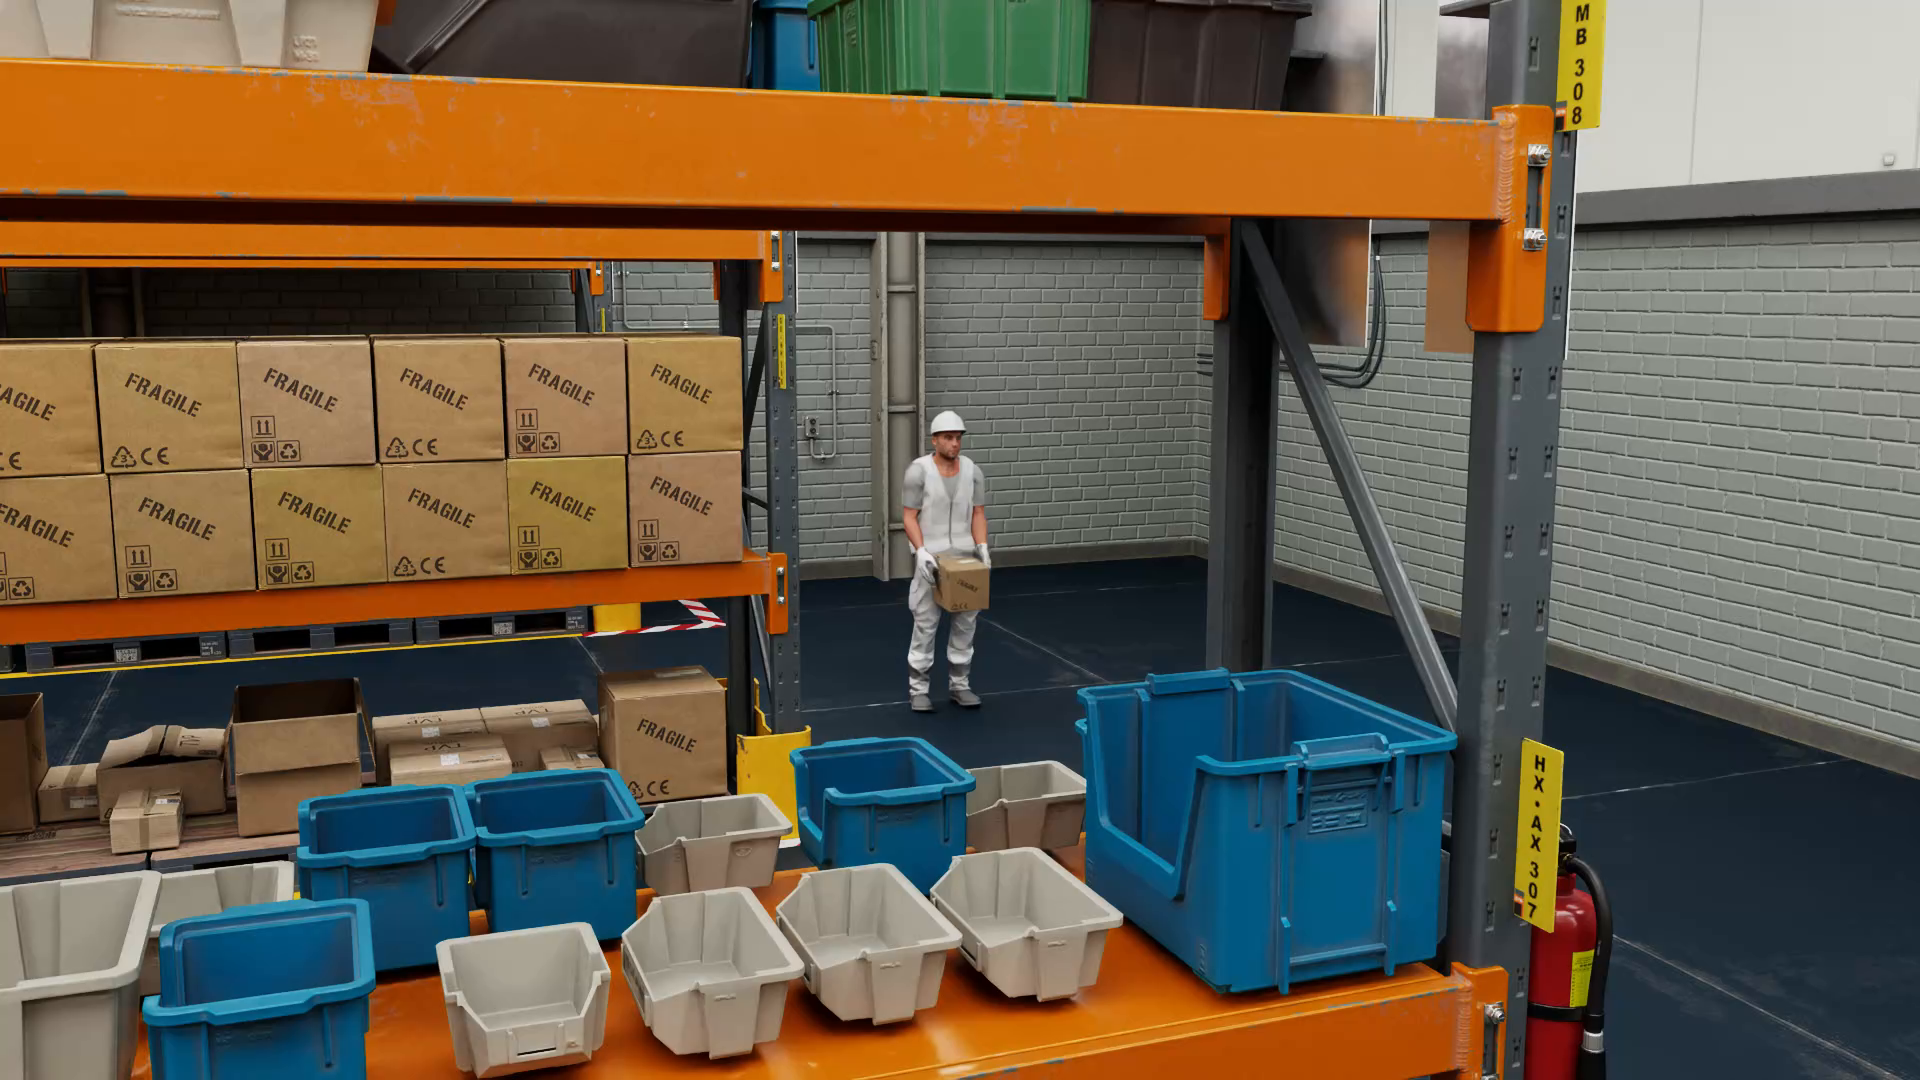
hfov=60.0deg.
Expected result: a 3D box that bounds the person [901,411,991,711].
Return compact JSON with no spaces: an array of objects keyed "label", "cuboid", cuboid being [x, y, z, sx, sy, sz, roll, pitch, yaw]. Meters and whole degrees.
[{"label":"person","cuboid":[-0.075,0.122,9.983,0.537,1.791,0.449,-4,9,-22]}]
